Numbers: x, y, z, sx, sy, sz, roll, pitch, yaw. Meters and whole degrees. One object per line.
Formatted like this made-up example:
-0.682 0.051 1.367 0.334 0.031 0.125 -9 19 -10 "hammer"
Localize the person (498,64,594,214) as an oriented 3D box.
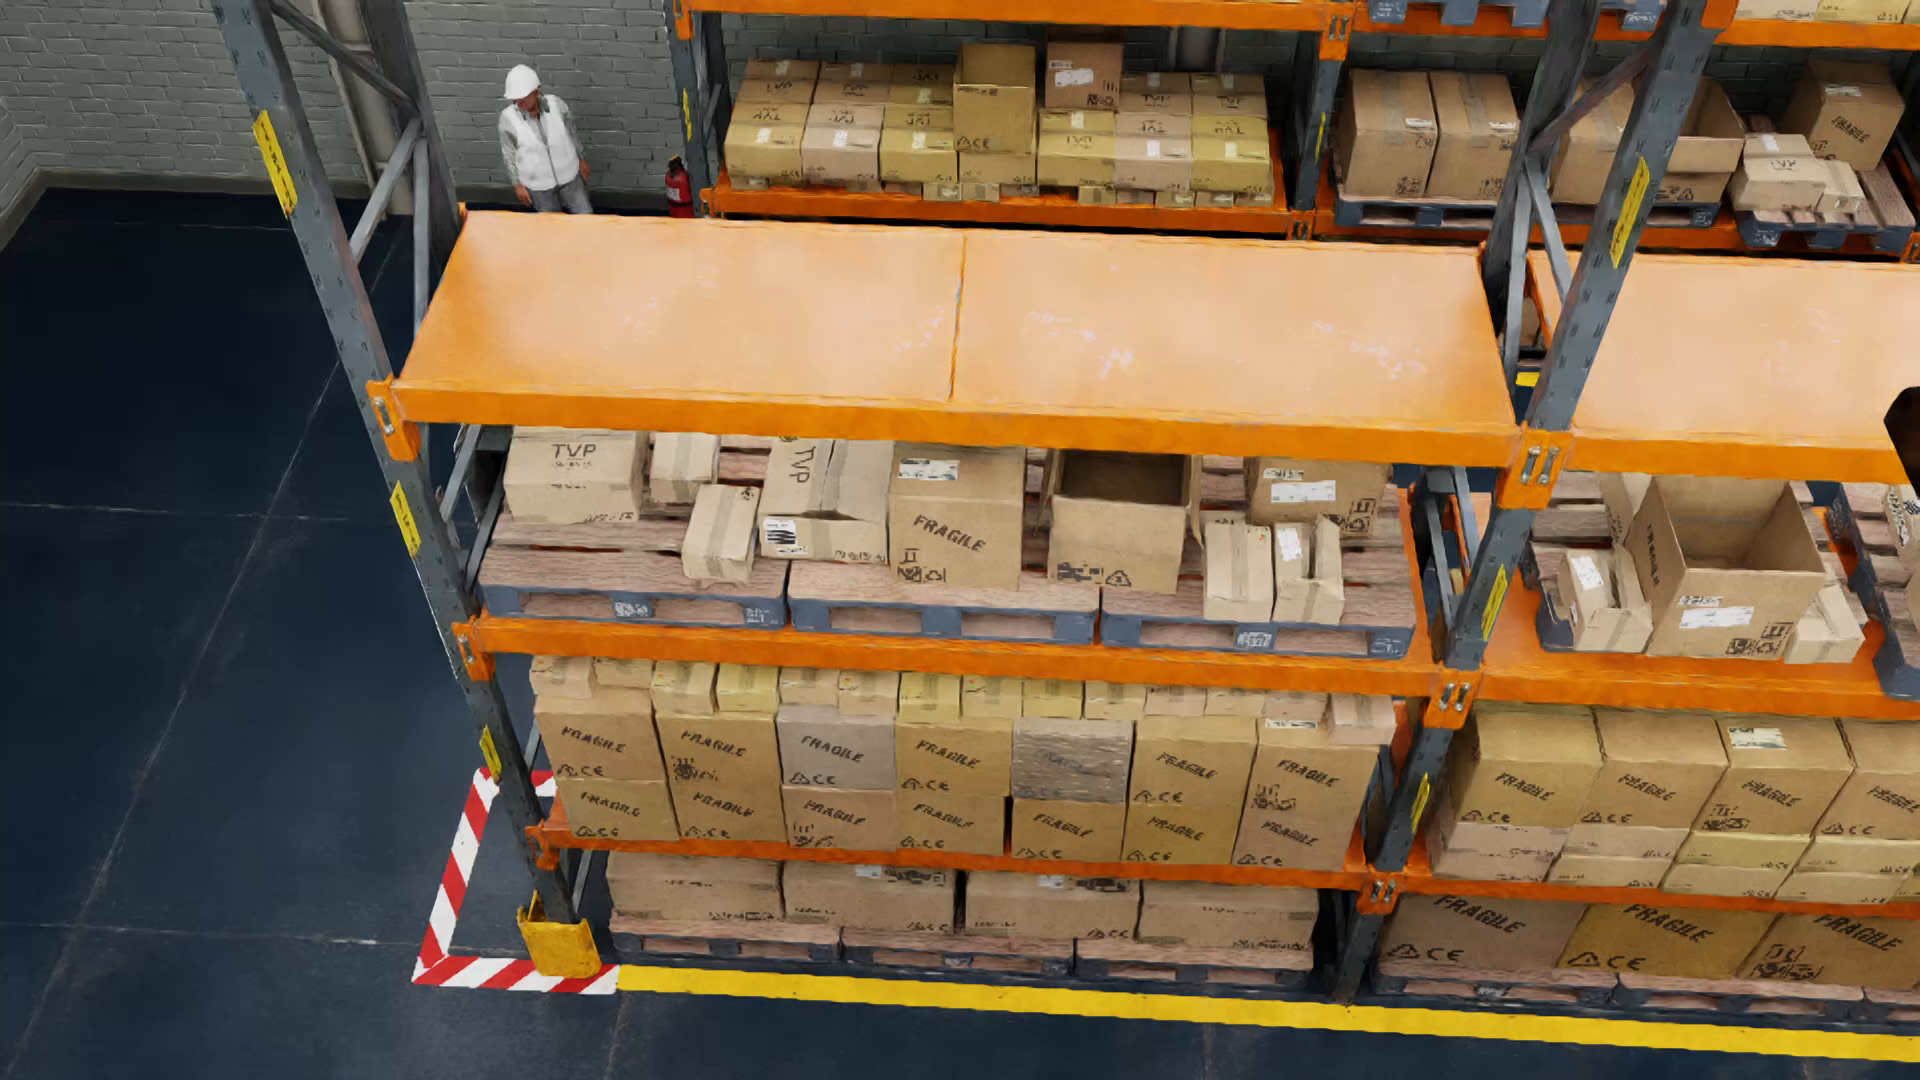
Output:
-2.922 -2.640 11.926 0.643 1.767 0.399 -22 52 -19 "person"
